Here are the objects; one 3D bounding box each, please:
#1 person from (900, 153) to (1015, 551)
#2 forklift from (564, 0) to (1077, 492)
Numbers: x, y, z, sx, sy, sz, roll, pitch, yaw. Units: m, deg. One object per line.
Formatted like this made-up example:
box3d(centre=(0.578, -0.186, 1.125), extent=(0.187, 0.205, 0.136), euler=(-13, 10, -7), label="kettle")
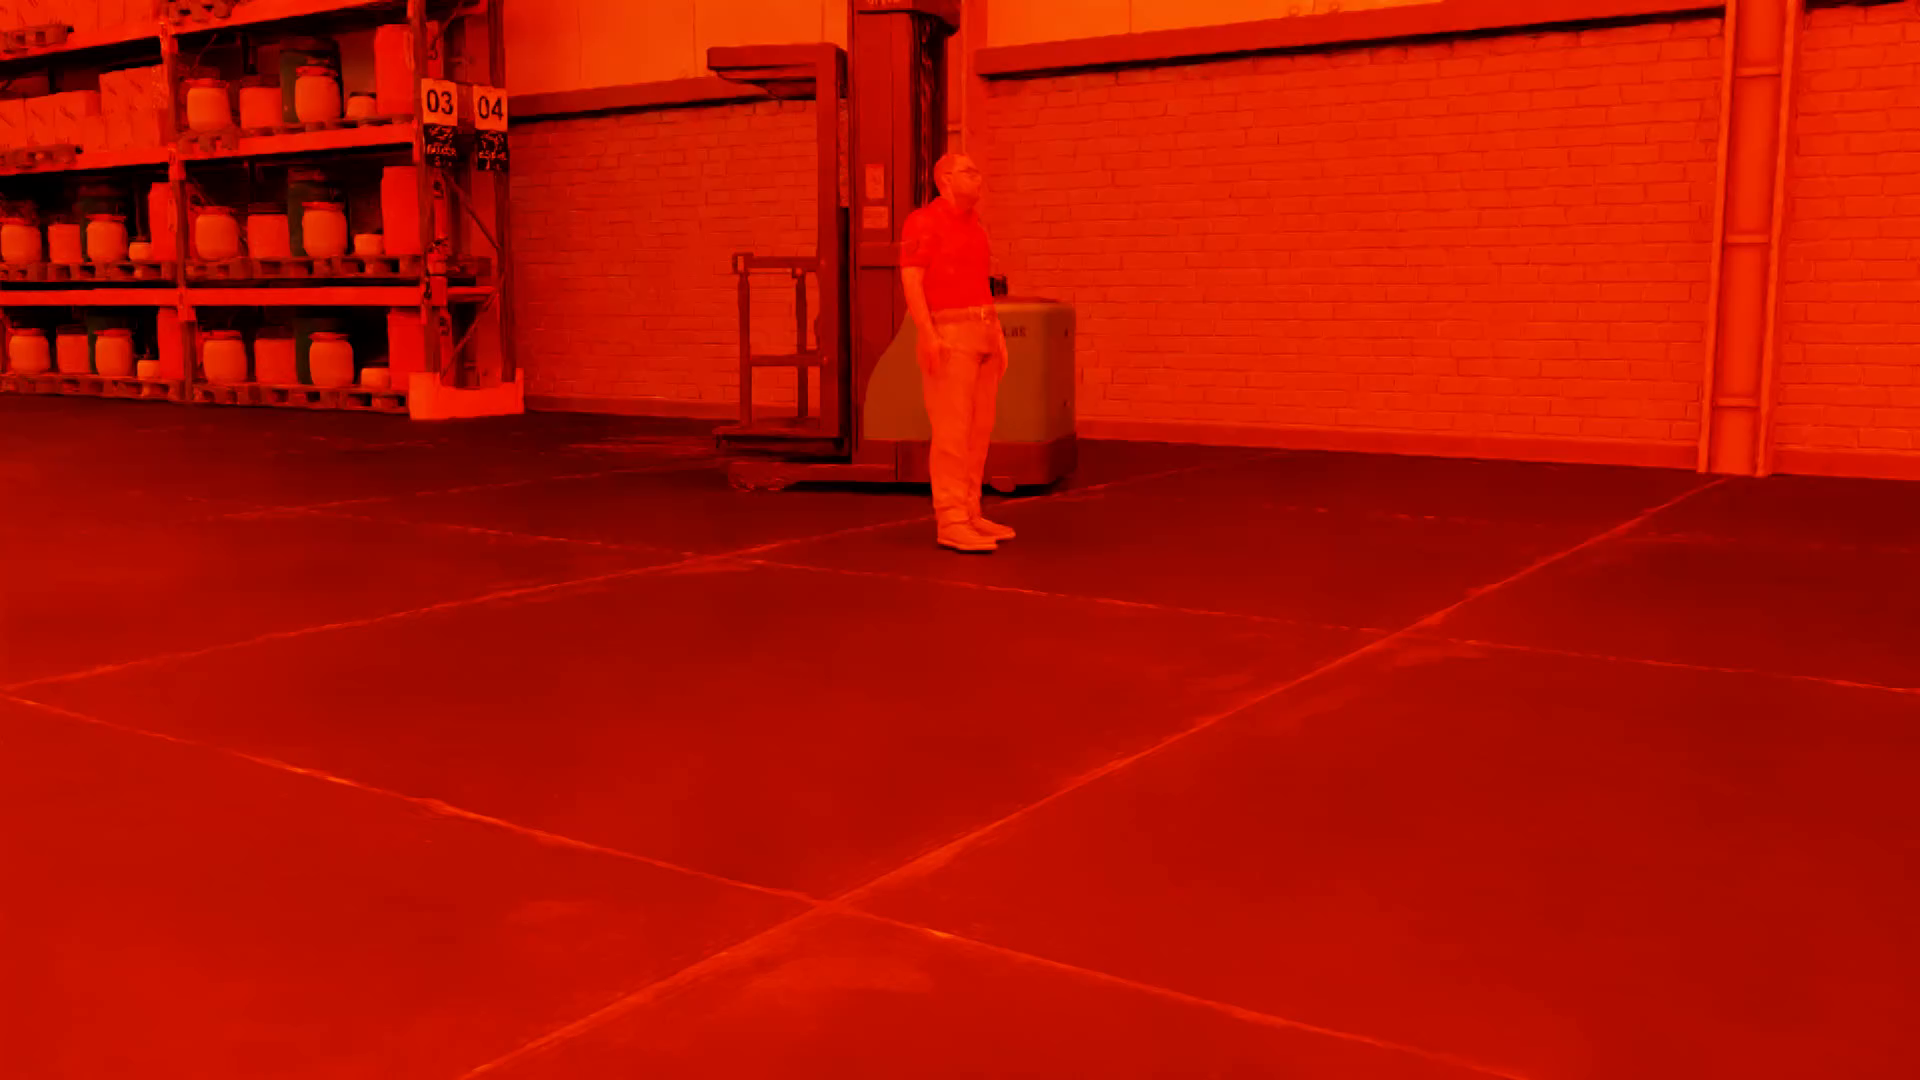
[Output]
box3d(centre=(0.068, -0.854, 7.421), extent=(0.550, 1.726, 0.640), euler=(5, 10, 34), label="person")
box3d(centre=(-0.861, -1.805, 9.884), extent=(3.031, 2.935, 1.130), euler=(2, 8, 14), label="forklift")
